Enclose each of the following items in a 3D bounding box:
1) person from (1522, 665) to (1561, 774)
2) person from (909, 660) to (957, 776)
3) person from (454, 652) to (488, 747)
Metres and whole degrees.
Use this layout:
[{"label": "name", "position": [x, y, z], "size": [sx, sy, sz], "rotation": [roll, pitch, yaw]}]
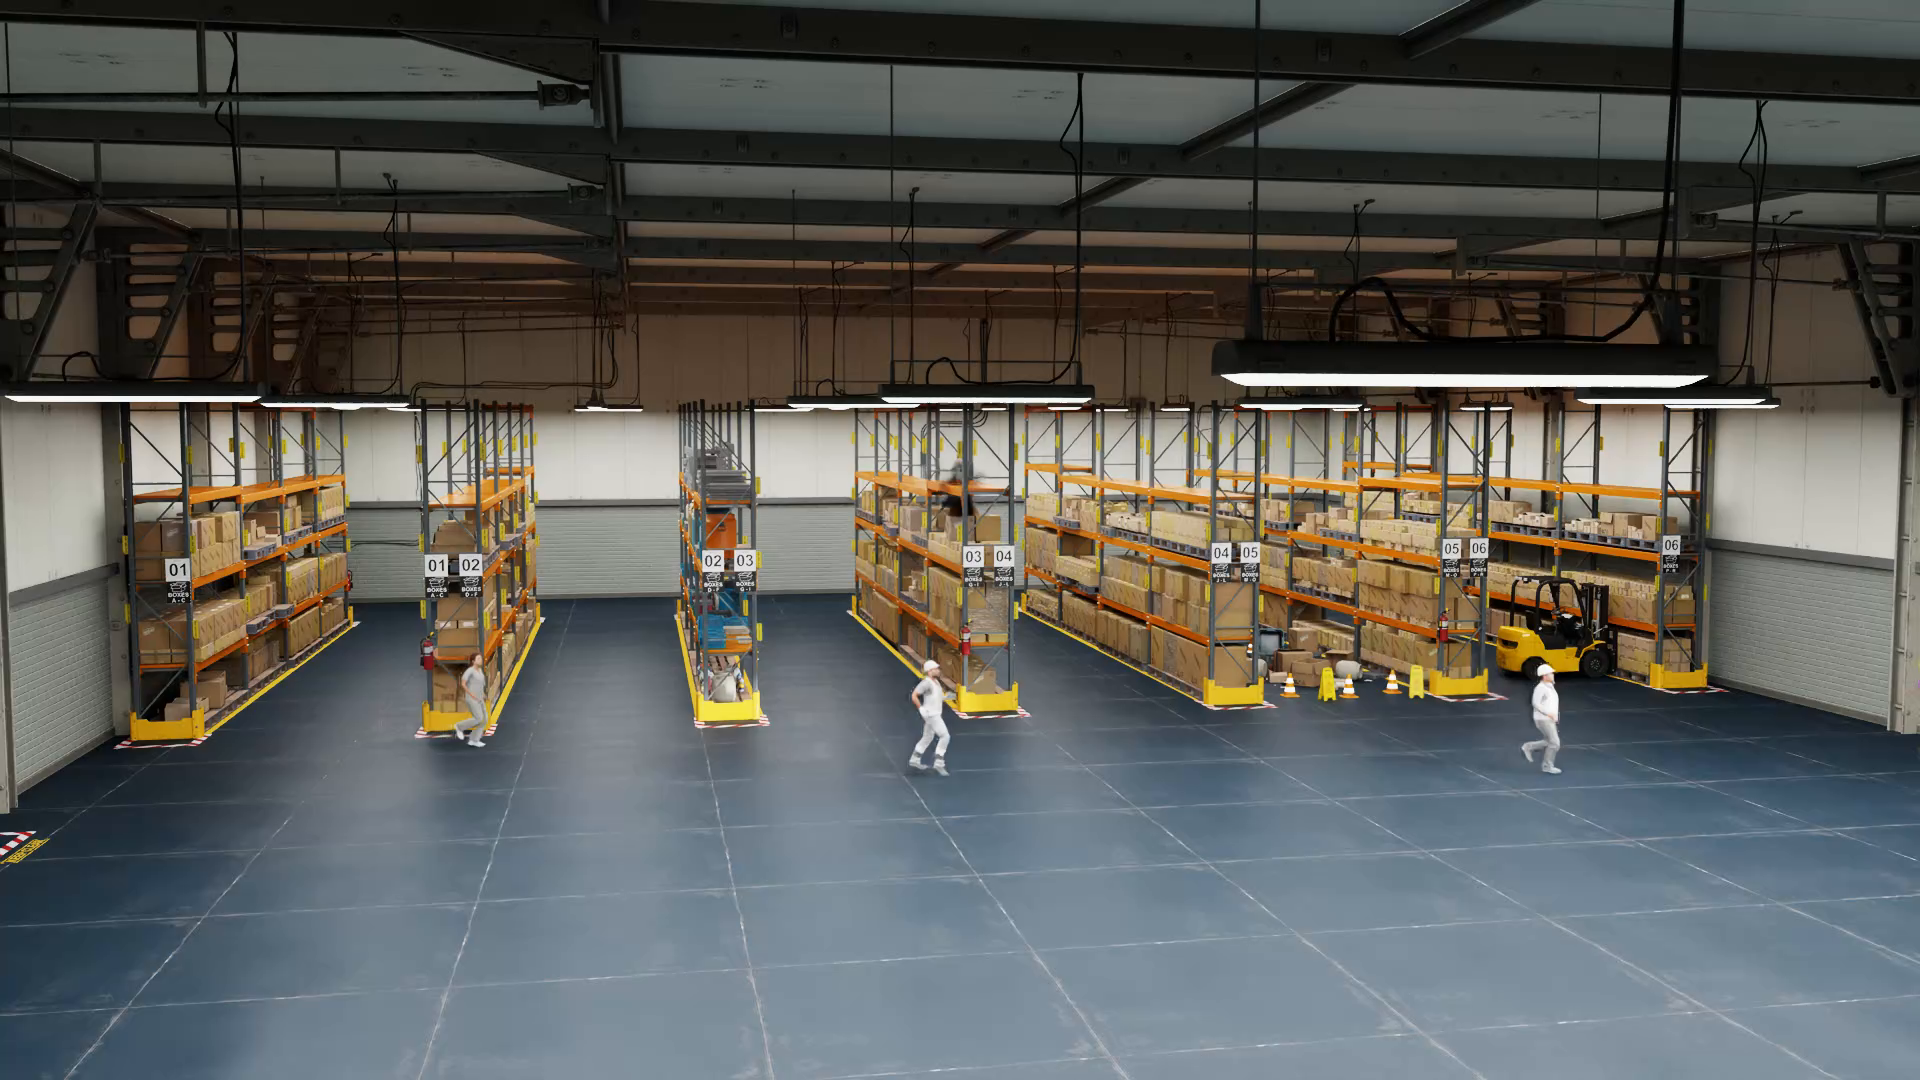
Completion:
[{"label": "person", "position": [9.311, 2.847, 26.601], "size": [0.654, 1.728, 0.681], "rotation": [3, 5, 32]}, {"label": "person", "position": [-0.441, 2.834, 26.438], "size": [0.774, 1.846, 0.643], "rotation": [0, 4, 7]}, {"label": "person", "position": [-8.464, 2.754, 28.755], "size": [0.563, 1.629, 0.558], "rotation": [1, 4, 10]}]
